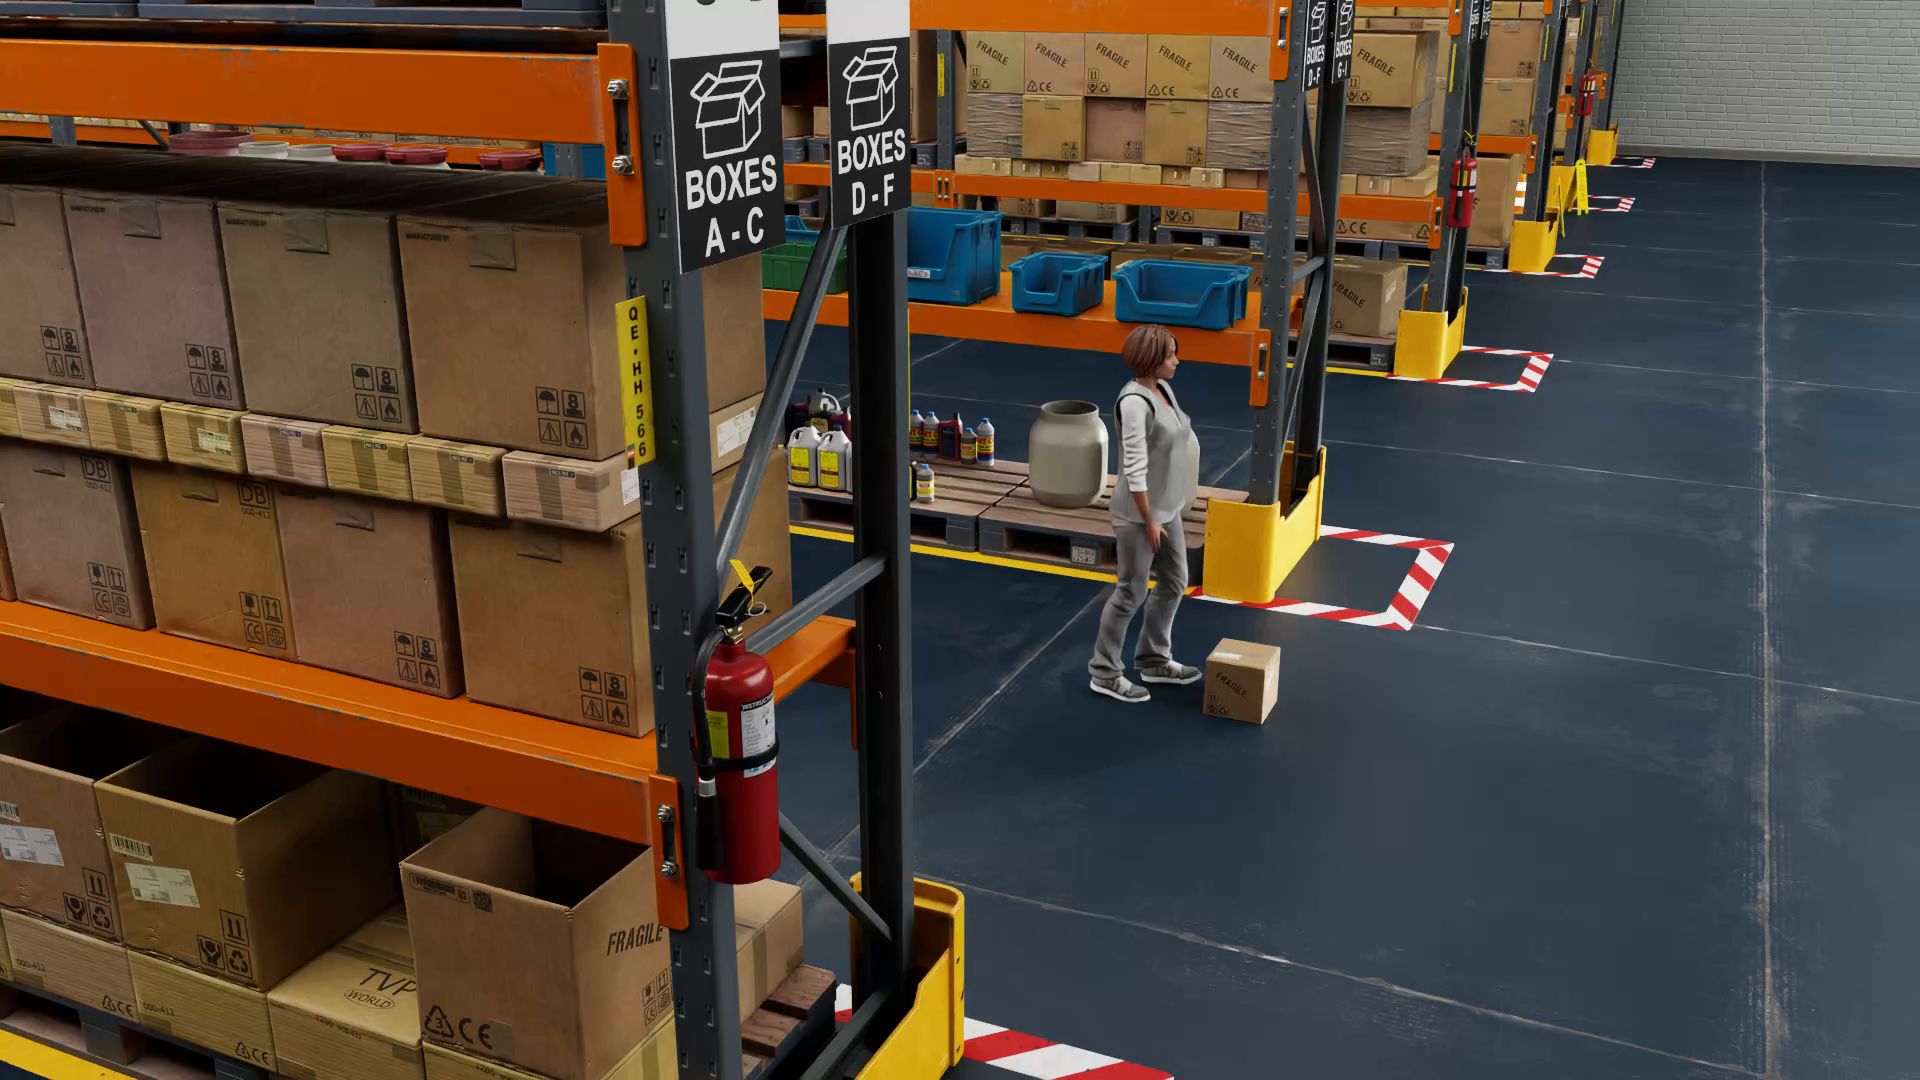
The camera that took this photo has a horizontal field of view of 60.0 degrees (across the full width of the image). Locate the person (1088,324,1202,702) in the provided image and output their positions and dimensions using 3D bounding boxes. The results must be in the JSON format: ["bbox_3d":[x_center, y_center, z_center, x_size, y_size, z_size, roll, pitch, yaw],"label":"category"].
[{"bbox_3d":[0.794,-0.106,6.907,0.448,1.601,0.411,9,21,24],"label":"person"}]
